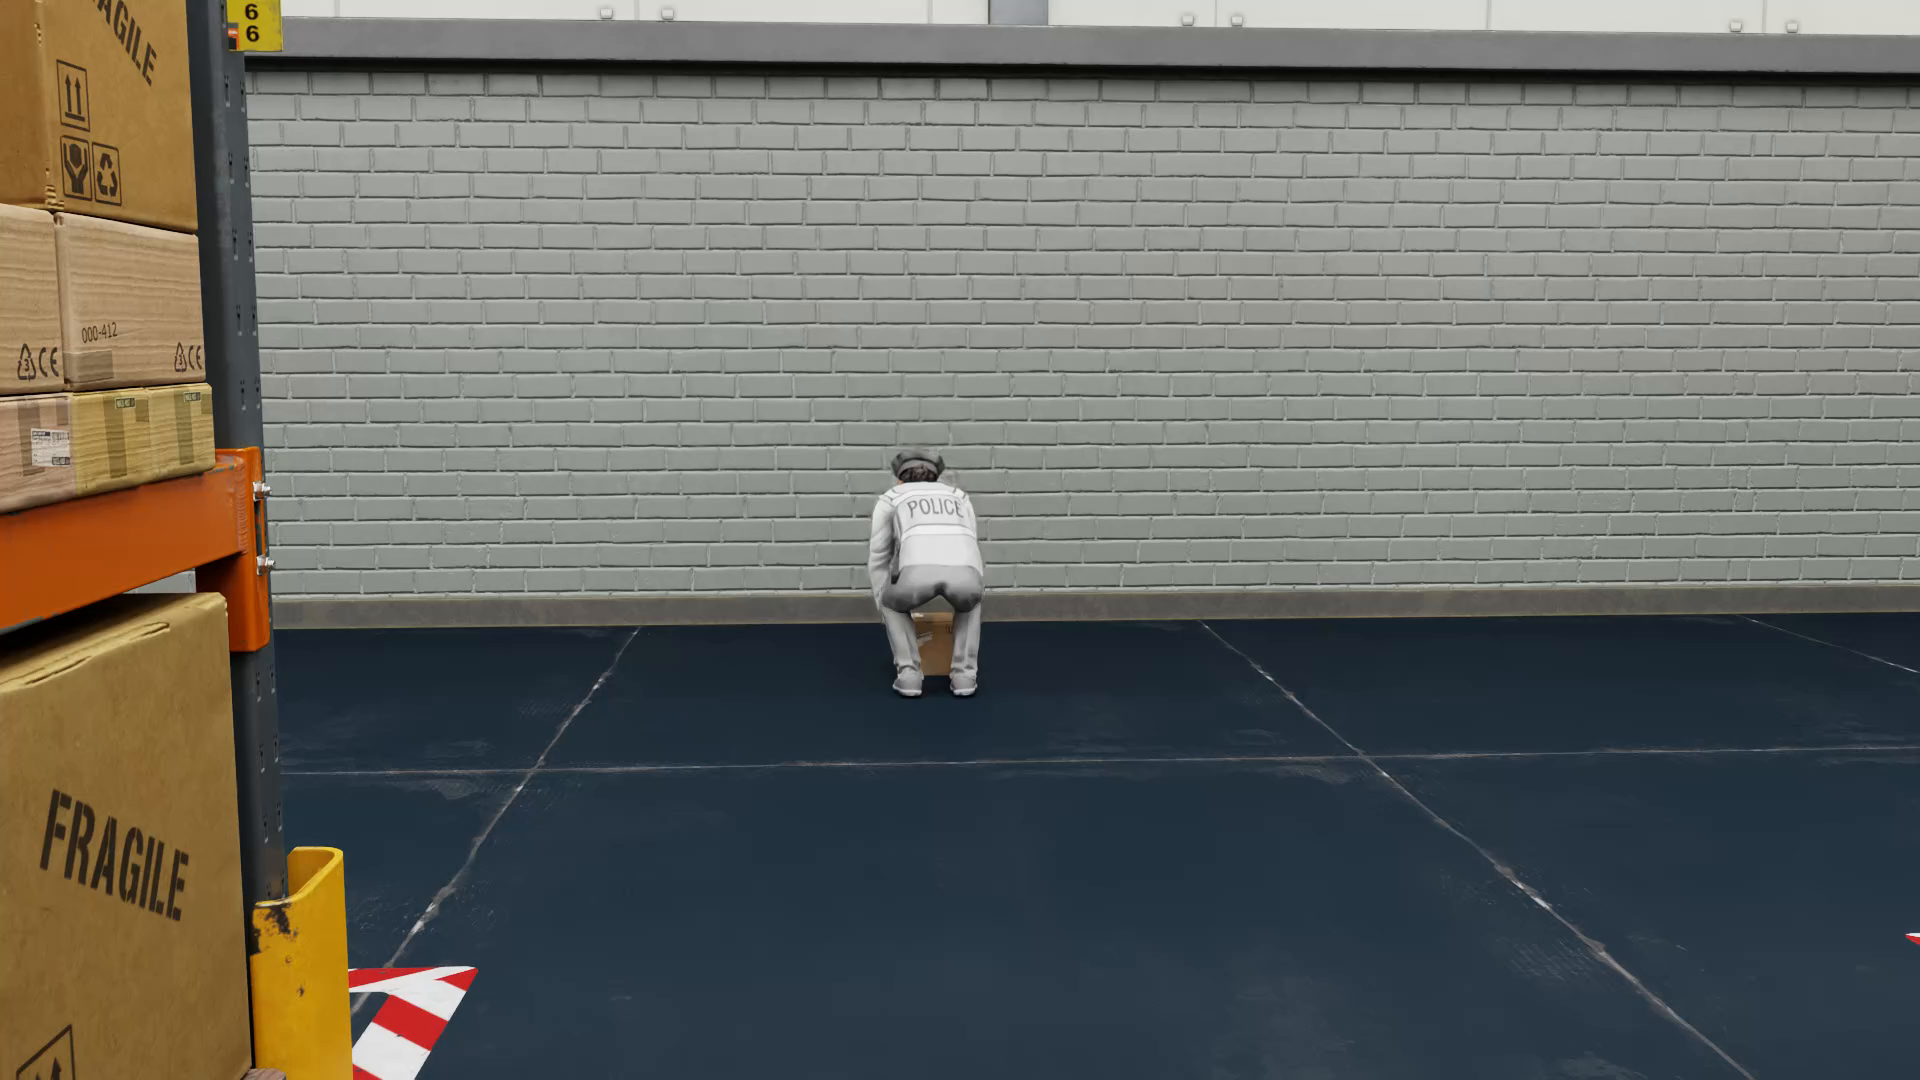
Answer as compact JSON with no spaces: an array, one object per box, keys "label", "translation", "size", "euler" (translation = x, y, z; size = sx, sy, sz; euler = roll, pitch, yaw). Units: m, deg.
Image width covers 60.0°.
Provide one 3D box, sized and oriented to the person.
[{"label":"person","translation":[-0.148,0.140,7.253],"size":[0.500,1.028,0.837],"euler":[0,7,-4]}]
